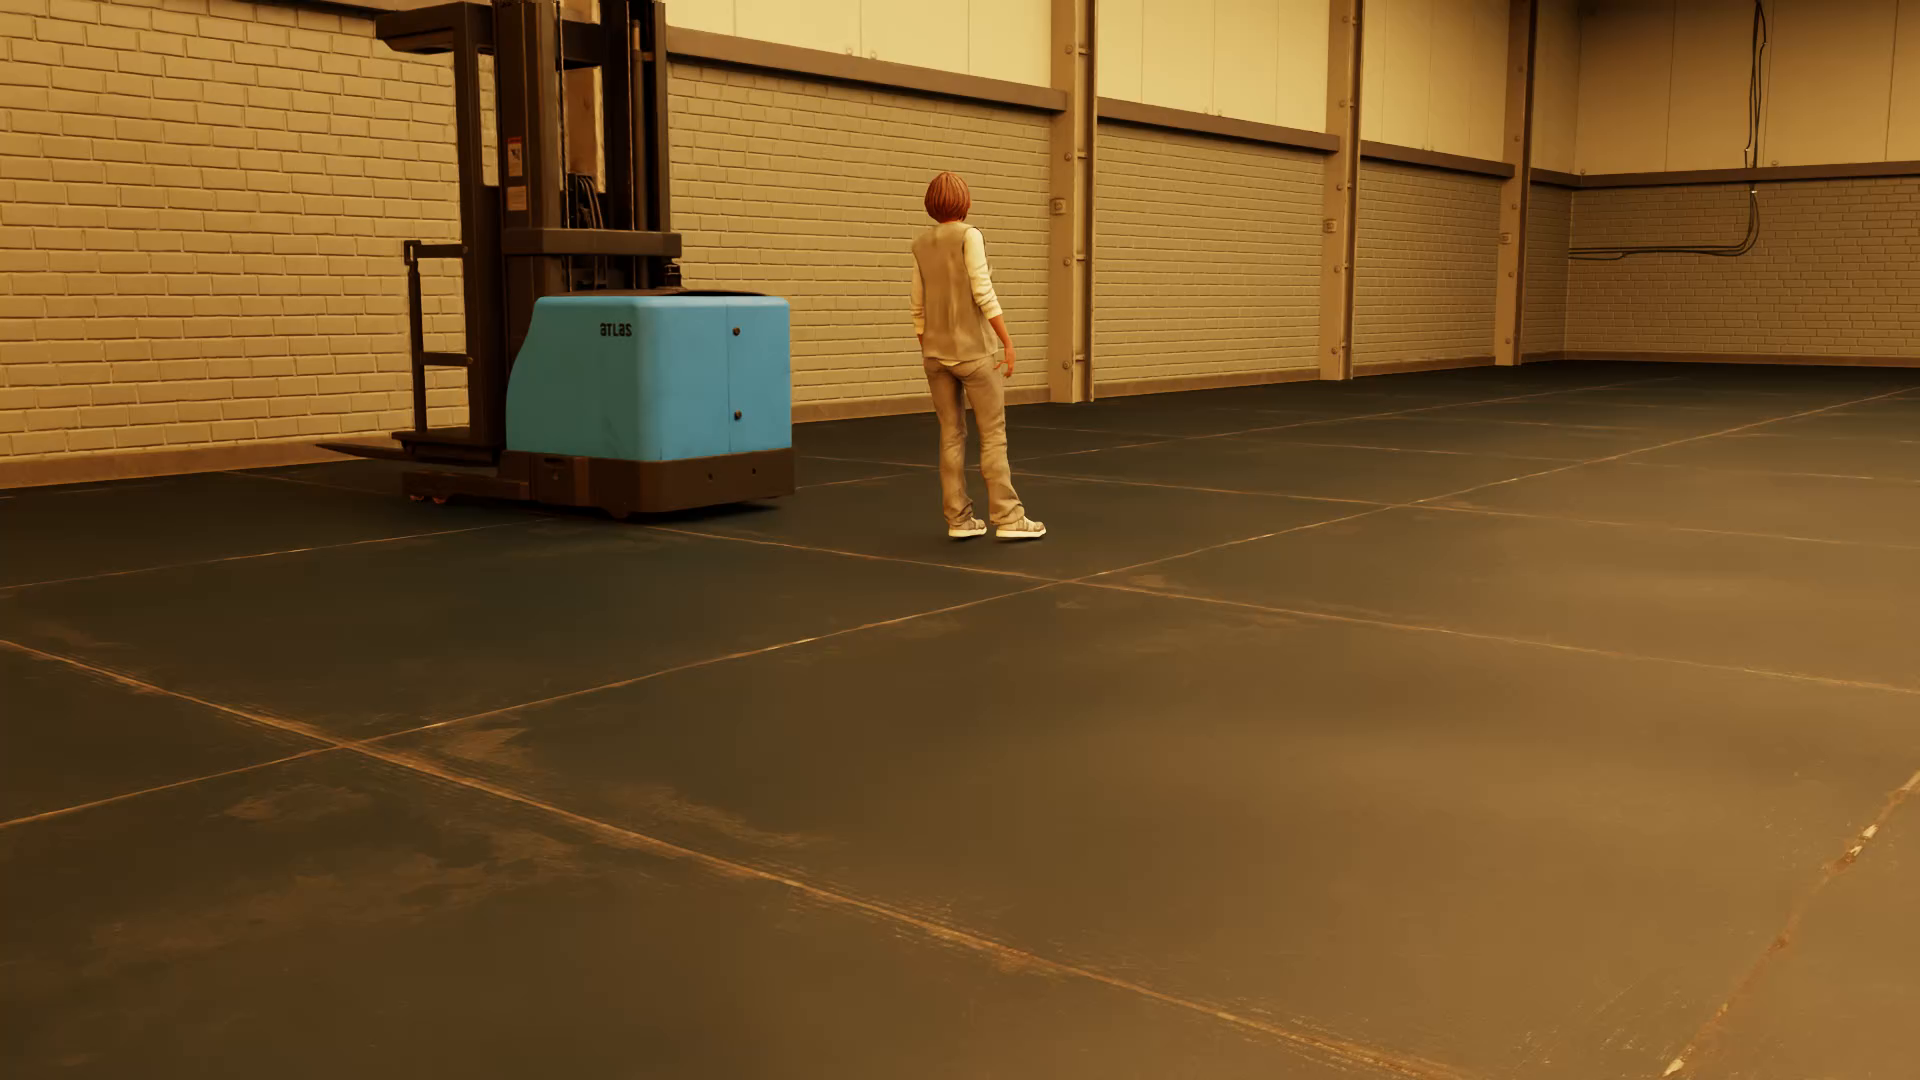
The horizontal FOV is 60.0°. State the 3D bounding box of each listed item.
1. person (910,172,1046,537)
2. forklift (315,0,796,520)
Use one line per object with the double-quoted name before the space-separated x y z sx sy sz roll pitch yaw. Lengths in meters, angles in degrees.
"person" 0.058 -0.805 7.336 0.519 1.598 0.474 7 11 38
"forklift" -2.332 -1.692 8.841 3.031 2.935 1.130 6 10 36
